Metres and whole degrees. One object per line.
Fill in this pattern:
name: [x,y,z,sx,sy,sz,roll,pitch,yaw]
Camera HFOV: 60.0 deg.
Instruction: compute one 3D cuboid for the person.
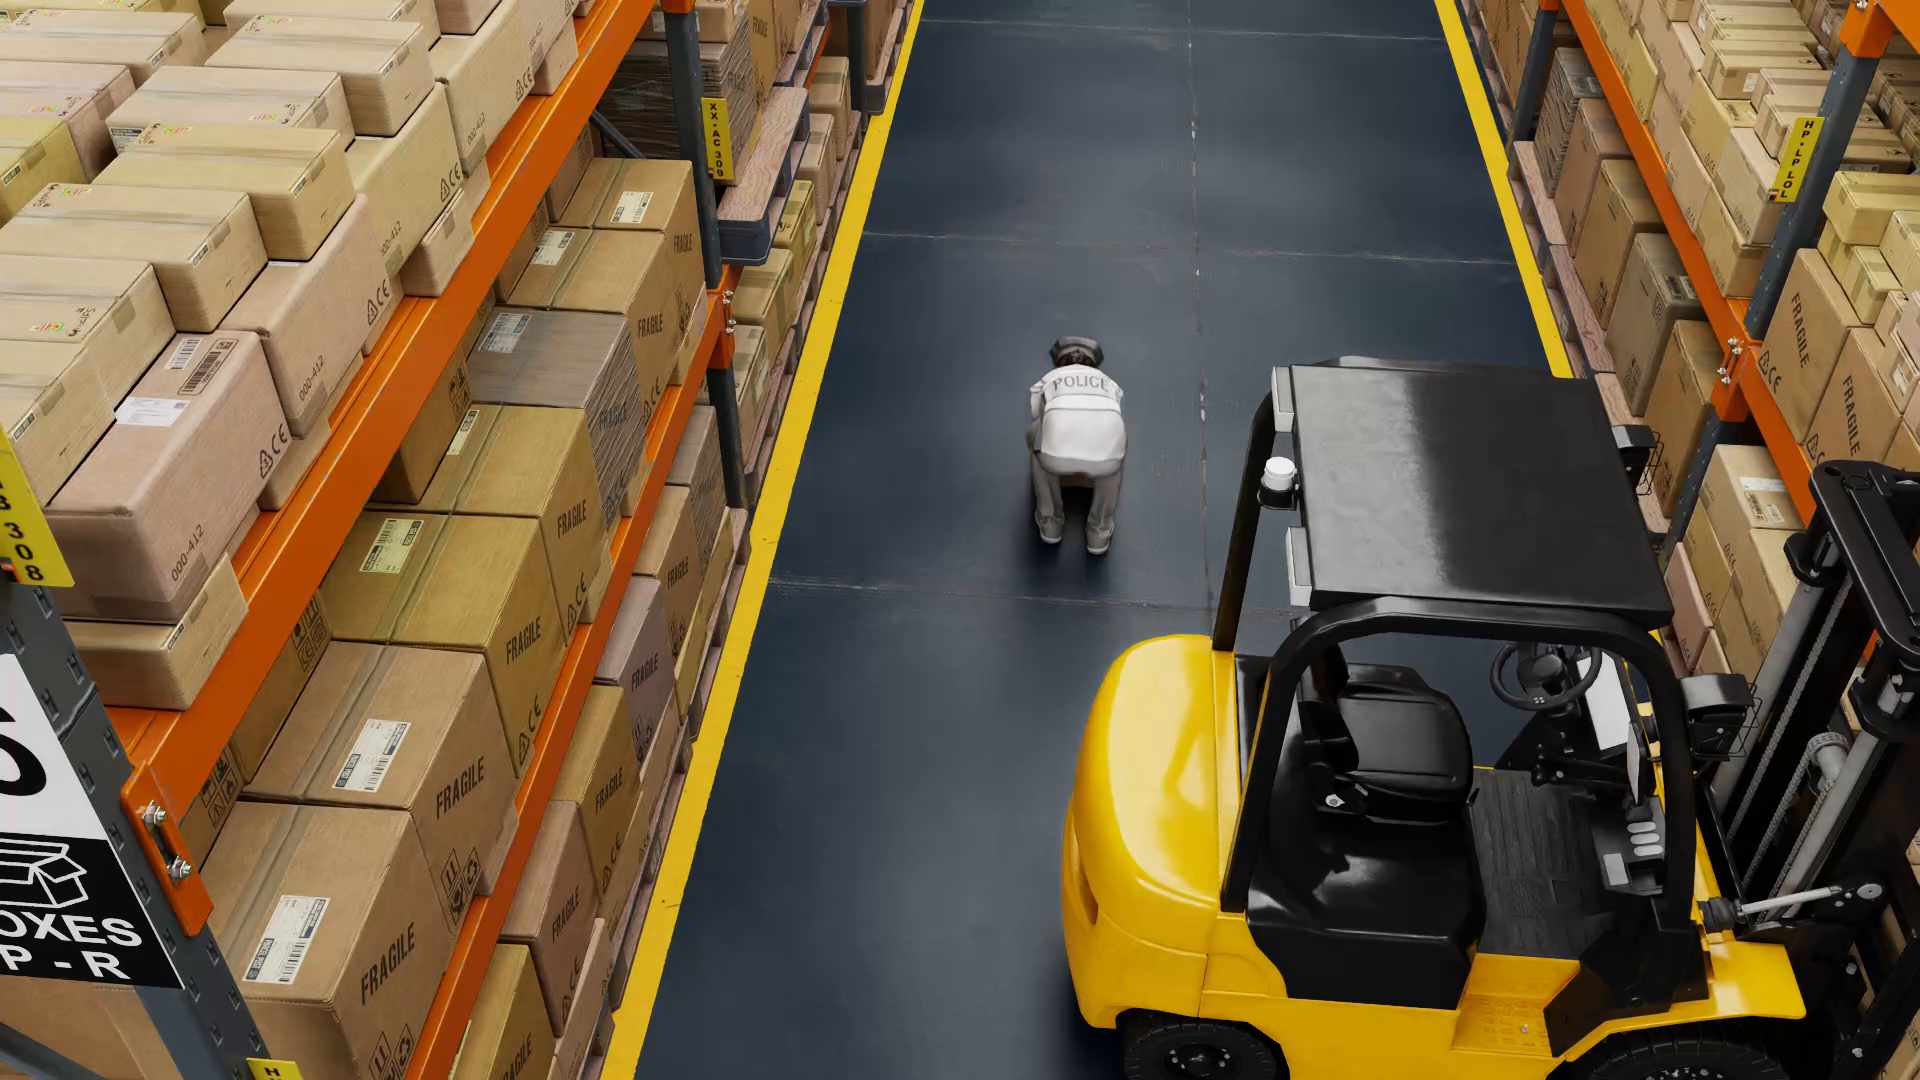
person: [0.516,-0.416,7.337,0.453,0.813,0.901,2,40,2]
